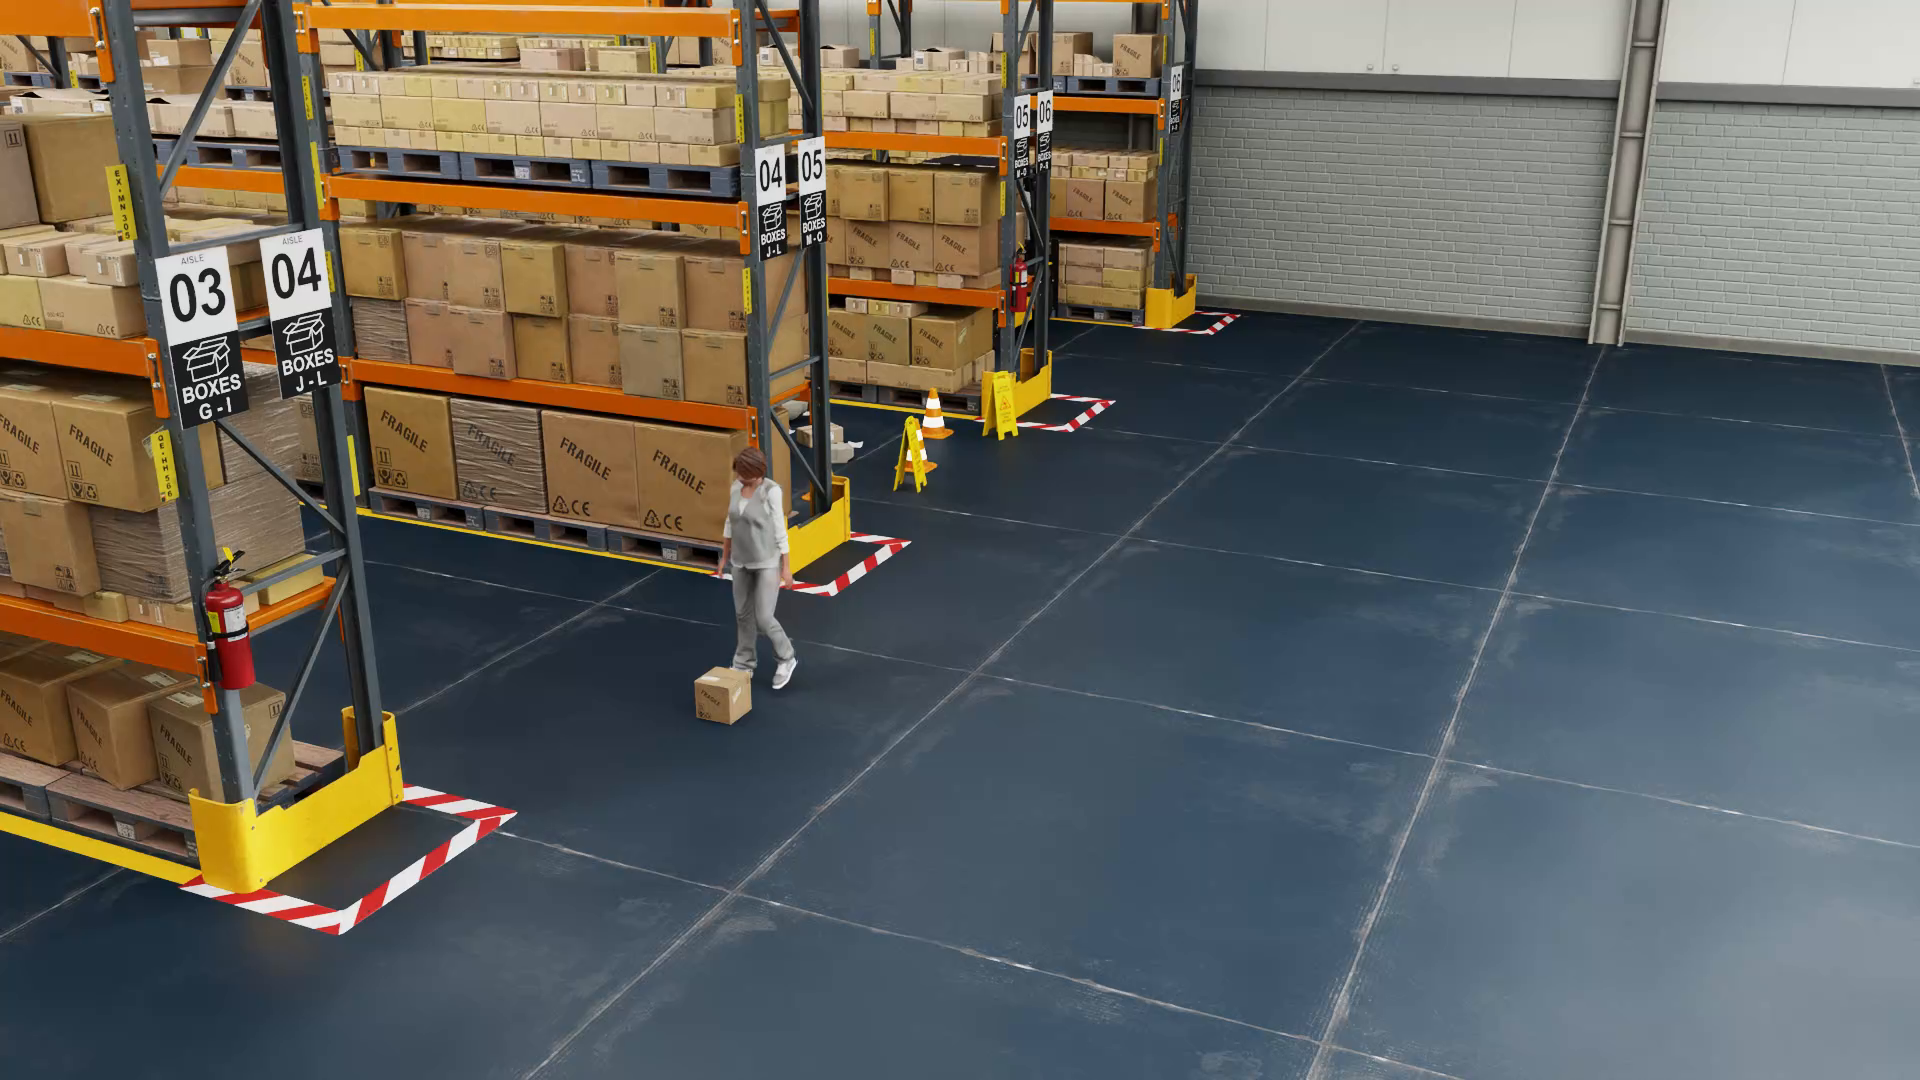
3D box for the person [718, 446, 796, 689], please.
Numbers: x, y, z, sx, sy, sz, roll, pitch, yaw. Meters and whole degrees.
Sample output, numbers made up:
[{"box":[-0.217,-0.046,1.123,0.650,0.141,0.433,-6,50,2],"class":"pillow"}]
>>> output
[{"box":[-1.312,0.183,10.535,0.510,1.586,0.399,12,23,31],"class":"person"}]
